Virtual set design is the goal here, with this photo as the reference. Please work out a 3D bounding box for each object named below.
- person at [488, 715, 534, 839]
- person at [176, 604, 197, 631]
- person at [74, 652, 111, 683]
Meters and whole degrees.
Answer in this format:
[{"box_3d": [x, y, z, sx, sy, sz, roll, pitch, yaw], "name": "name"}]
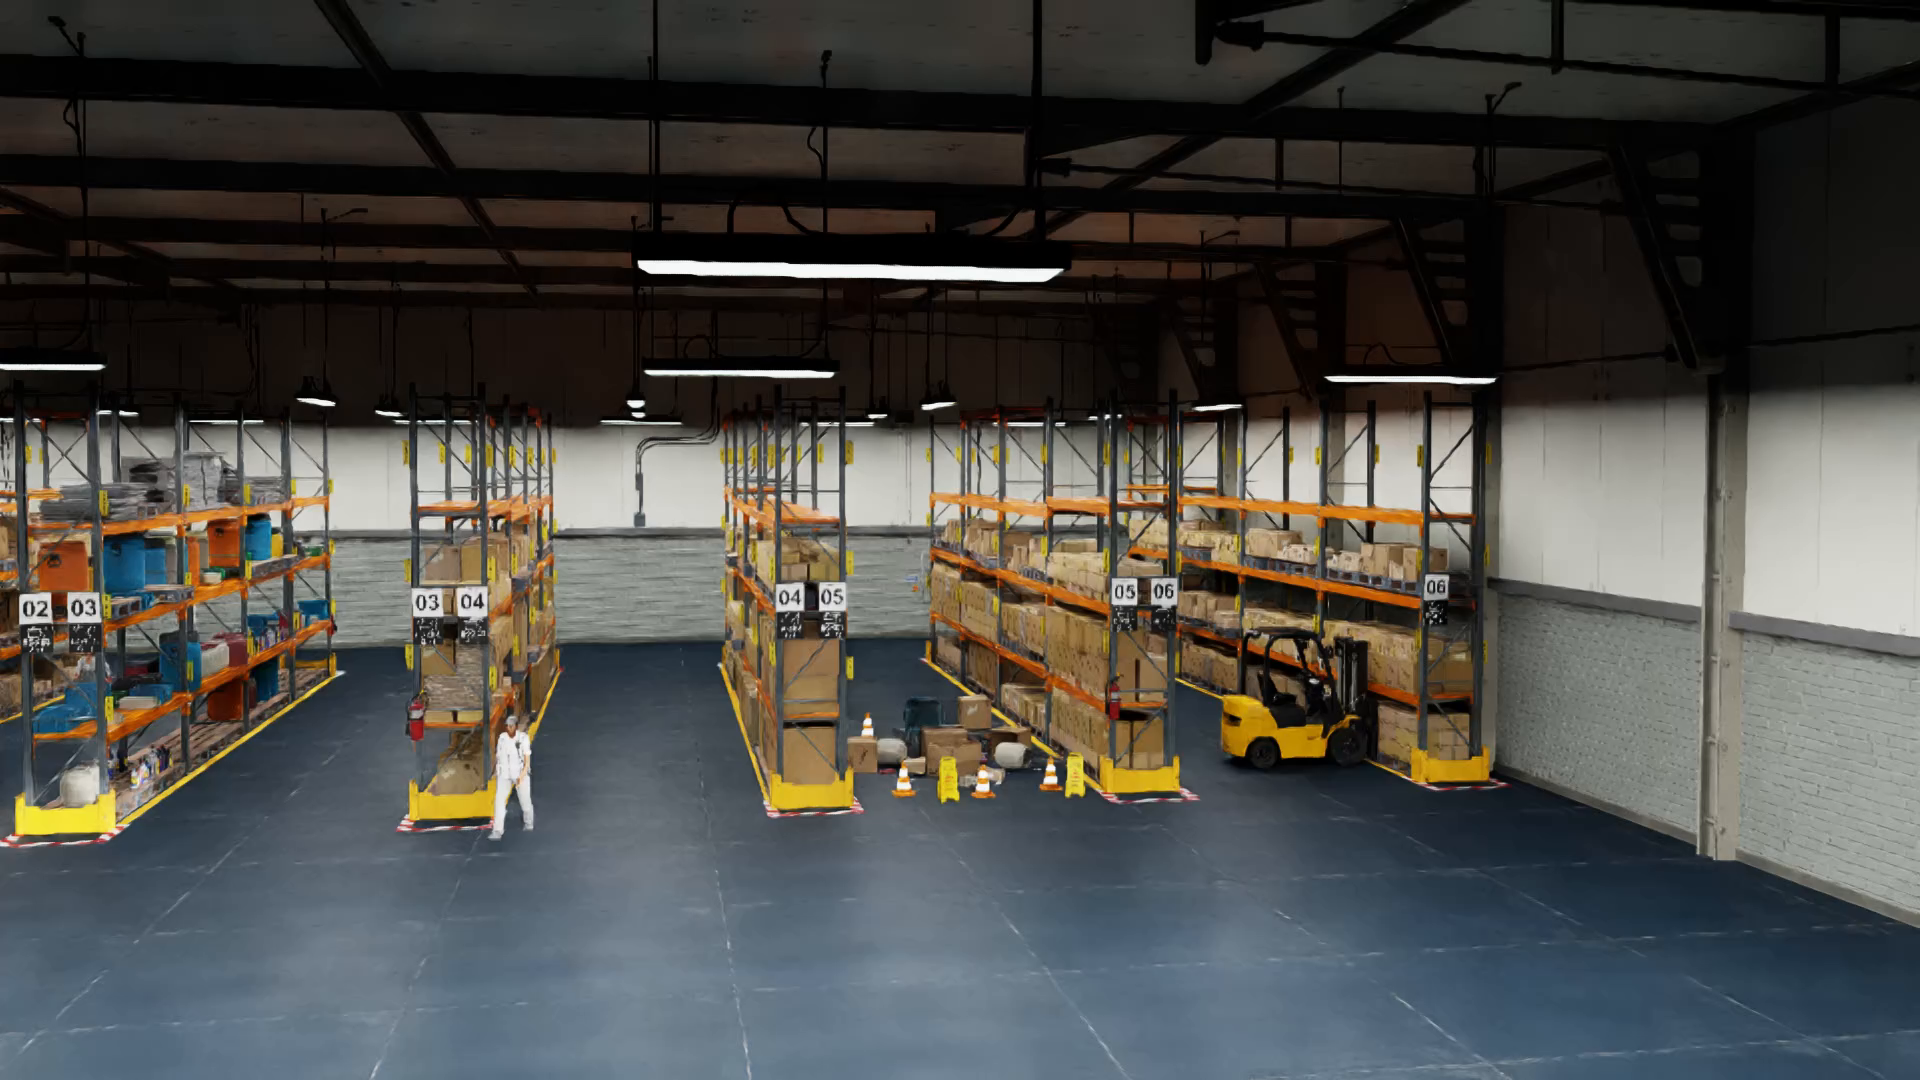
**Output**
[{"box_3d": [-5.860, 3.085, 21.838, 0.478, 1.589, 0.995, 0, 3, -1], "name": "person"}, {"box_3d": [-19.038, 2.049, 40.783, 0.477, 1.784, 0.704, 1, 3, 27], "name": "person"}, {"box_3d": [-16.043, 2.678, 30.742, 0.562, 1.530, 0.815, 0, 3, -5], "name": "person"}]
